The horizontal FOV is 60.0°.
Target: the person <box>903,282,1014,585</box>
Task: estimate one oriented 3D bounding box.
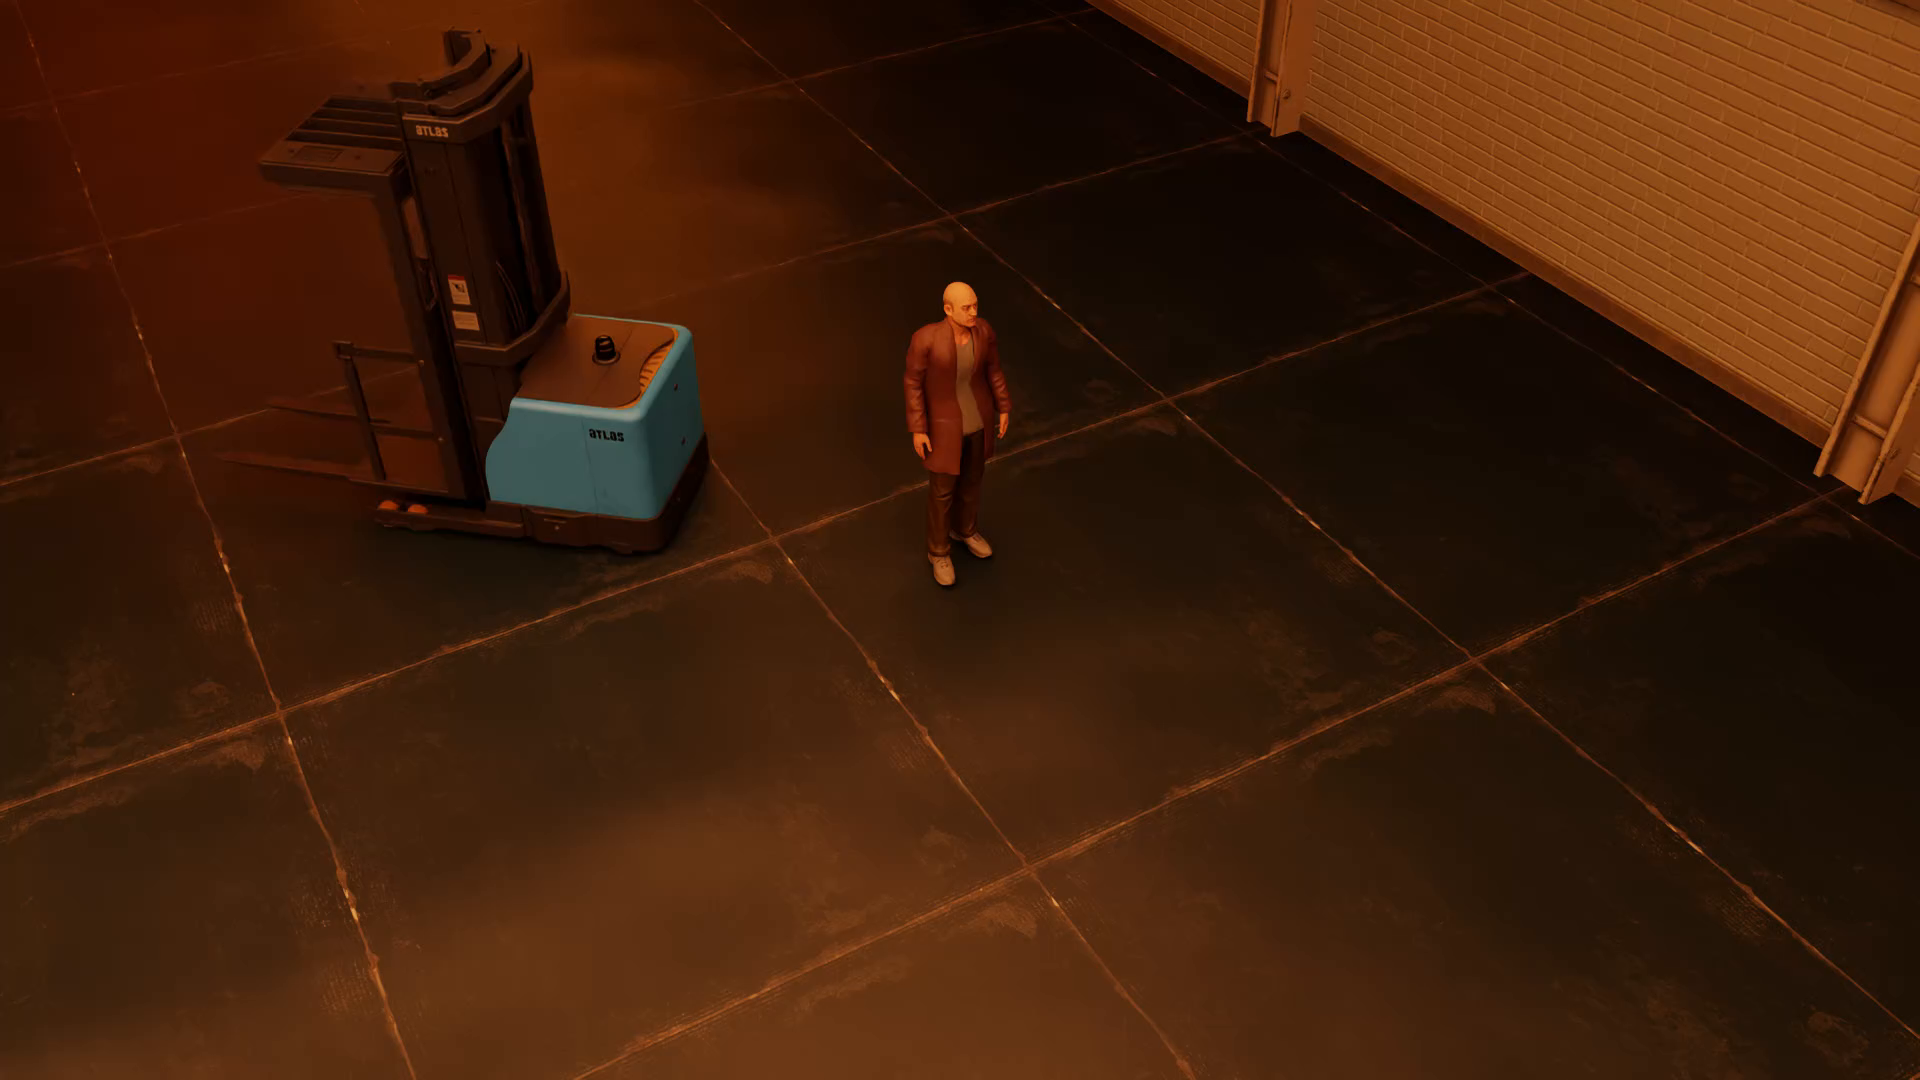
[{"bbox_3d":[0.041,-0.638,9.698,0.696,1.776,0.582,-20,44,-23],"label":"person"}]

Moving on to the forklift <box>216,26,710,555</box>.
[{"bbox_3d":[-3.203,-1.506,9.852,3.031,2.935,1.130,7,40,9],"label":"forklift"}]
